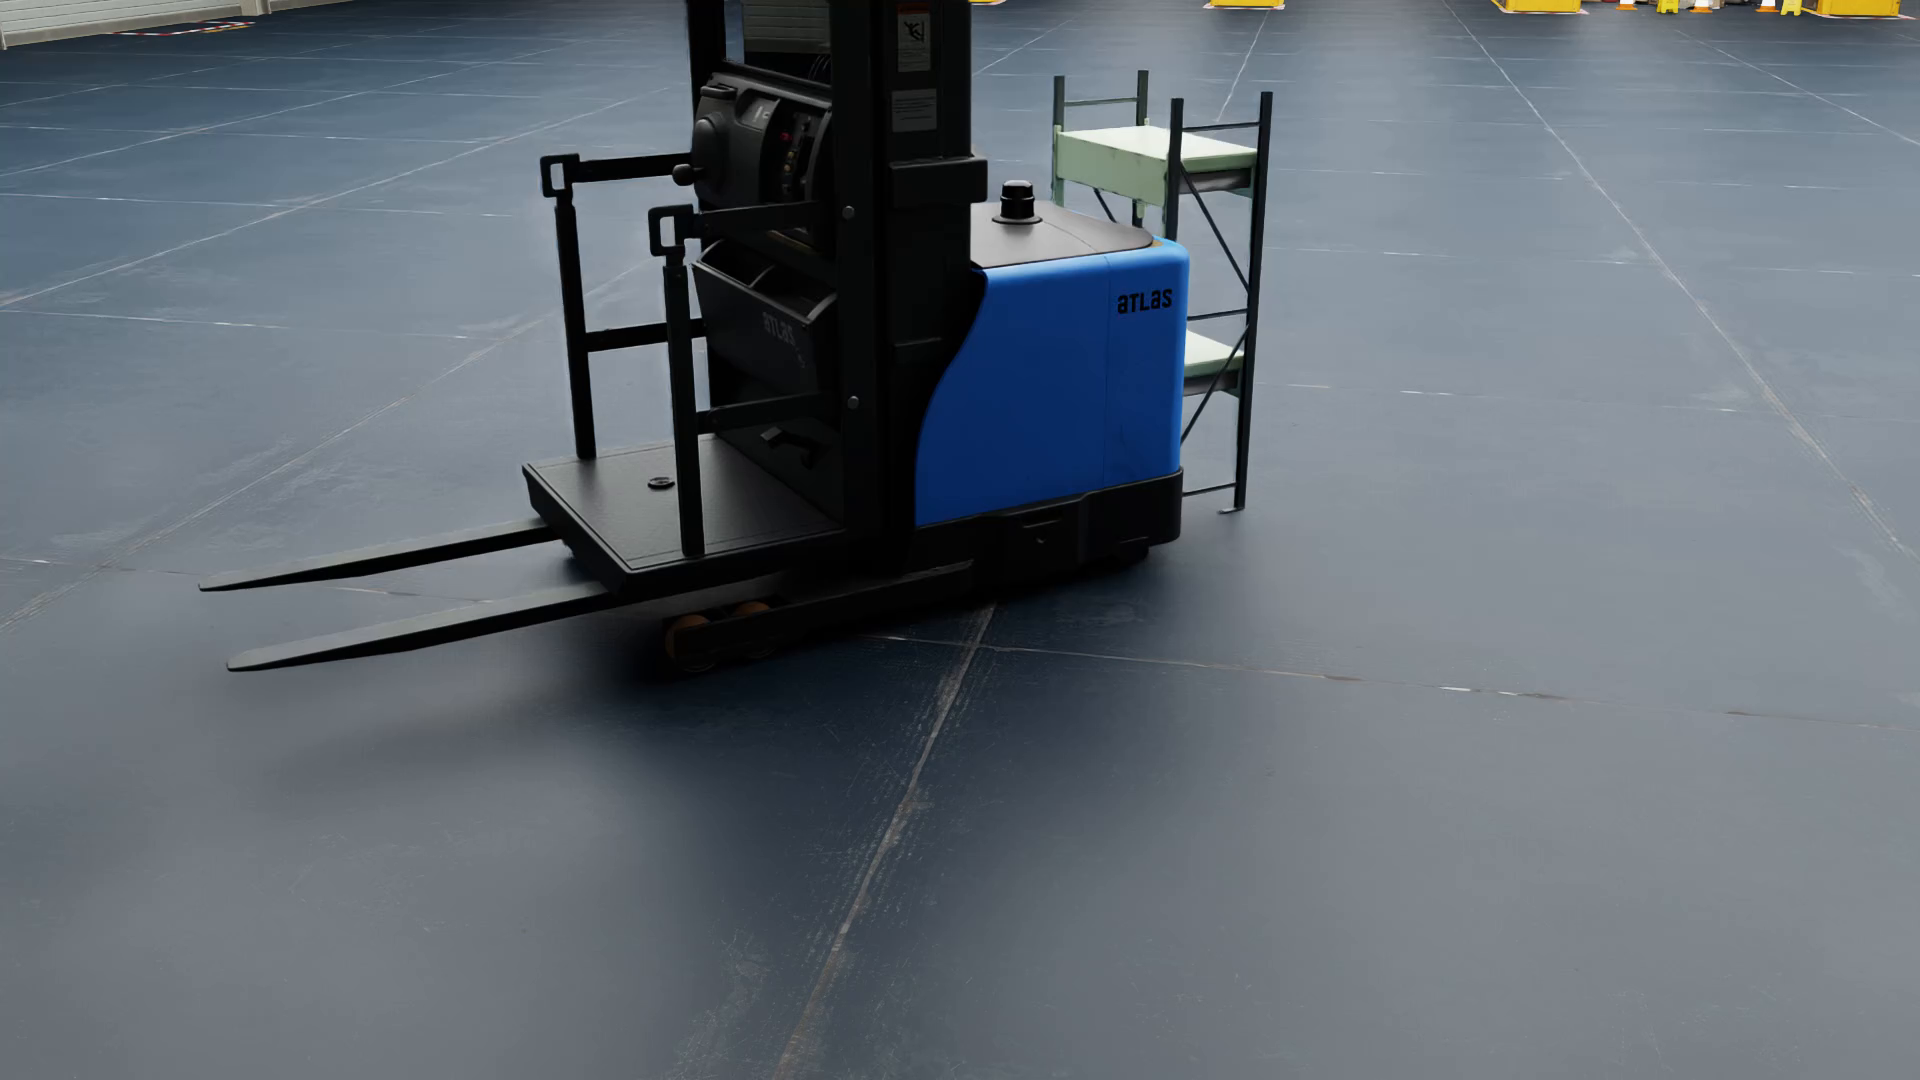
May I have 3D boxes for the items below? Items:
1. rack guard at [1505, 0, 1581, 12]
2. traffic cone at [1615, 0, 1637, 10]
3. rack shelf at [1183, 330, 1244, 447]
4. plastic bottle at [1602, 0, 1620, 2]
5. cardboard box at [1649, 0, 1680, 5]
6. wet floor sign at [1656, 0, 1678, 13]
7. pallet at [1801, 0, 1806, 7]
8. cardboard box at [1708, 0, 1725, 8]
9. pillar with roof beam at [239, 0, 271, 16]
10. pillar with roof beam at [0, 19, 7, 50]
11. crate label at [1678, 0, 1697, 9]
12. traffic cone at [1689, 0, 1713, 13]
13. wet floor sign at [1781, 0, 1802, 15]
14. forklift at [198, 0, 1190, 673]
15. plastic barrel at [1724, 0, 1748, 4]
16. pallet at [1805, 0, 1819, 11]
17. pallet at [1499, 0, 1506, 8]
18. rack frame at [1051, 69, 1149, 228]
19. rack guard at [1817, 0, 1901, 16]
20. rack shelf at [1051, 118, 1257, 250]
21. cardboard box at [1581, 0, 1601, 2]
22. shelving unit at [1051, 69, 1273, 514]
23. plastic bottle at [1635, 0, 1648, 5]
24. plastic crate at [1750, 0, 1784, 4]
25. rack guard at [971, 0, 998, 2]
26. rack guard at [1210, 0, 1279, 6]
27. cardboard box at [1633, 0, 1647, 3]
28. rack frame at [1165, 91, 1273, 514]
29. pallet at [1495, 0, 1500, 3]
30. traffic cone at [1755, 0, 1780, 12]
[{"bbox_3d":[9.794,-9.141,27.882,1.175,0.500,0.348,4,22,11],"label":"rack guard"},{"bbox_3d":[11.298,-9.219,28.124,0.336,0.463,0.334,4,22,11],"label":"traffic cone"},{"bbox_3d":[0.694,-0.593,6.192,0.431,0.370,0.720,-11,25,-26],"label":"rack shelf"},{"bbox_3d":[11.641,-9.642,29.713,0.283,0.061,0.133,-3,22,-8],"label":"plastic bottle"},{"bbox_3d":[12.546,-9.646,29.132,0.797,0.503,0.637,-11,25,-26],"label":"cardboard box"},{"bbox_3d":[11.732,-9.056,27.475,0.267,0.644,0.232,1,22,2],"label":"wet floor sign"},{"bbox_3d":[15.133,-9.443,29.017,1.003,0.211,1.213,4,22,11],"label":"pallet"},{"bbox_3d":[12.956,-9.280,28.696,0.380,0.149,0.250,18,28,38],"label":"cardboard box"},{"bbox_3d":[-7.297,-12.439,24.695,9.100,9.000,0.400,4,22,11],"label":"pillar with roof beam"},{"bbox_3d":[-8.521,-10.245,19.247,9.100,9.000,0.400,4,22,11],"label":"pillar with roof beam"},{"bbox_3d":[12.434,-9.149,28.388,0.250,0.136,0.298,-7,23,-17],"label":"crate label"},{"bbox_3d":[12.335,-9.008,27.601,0.336,0.463,0.334,4,22,11],"label":"traffic cone"},{"bbox_3d":[13.580,-8.889,27.061,0.267,0.644,0.232,13,25,29],"label":"wet floor sign"},{"bbox_3d":[-0.781,-1.195,4.897,3.031,2.935,1.130,-12,25,-27],"label":"forklift"},{"bbox_3d":[13.605,-9.645,29.235,0.421,0.421,0.512,-16,27,-35],"label":"plastic barrel"},{"bbox_3d":[14.882,-8.998,27.912,1.003,0.211,1.213,4,22,11],"label":"pallet"},{"bbox_3d":[9.886,-9.314,28.698,1.003,0.211,1.213,4,22,11],"label":"pallet"},{"bbox_3d":[0.519,-1.016,6.368,0.400,1.500,0.023,-11,25,-26],"label":"rack frame"},{"bbox_3d":[14.681,-8.837,27.127,1.175,0.500,0.348,4,22,11],"label":"rack guard"},{"bbox_3d":[0.694,-1.258,5.924,0.431,0.370,0.720,-11,25,-26],"label":"rack shelf"},{"bbox_3d":[11.303,-9.968,29.931,0.500,0.500,0.500,8,23,20],"label":"cardboard box"},{"bbox_3d":[0.694,-0.896,6.070,0.431,1.500,0.755,-11,25,-26],"label":"shelving unit"},{"bbox_3d":[11.996,-9.475,29.299,0.133,0.061,0.283,-3,22,-8],"label":"plastic bottle"},{"bbox_3d":[14.359,-9.566,29.499,0.402,0.080,0.583,-3,22,-8],"label":"plastic crate"},{"bbox_3d":[0.085,-9.974,29.949,1.175,0.500,0.348,4,22,11],"label":"rack guard"},{"bbox_3d":[4.980,-9.593,29.003,1.175,0.500,0.348,4,22,11],"label":"rack guard"},{"bbox_3d":[12.068,-9.735,29.670,0.396,0.266,0.258,8,23,20],"label":"cardboard box"},{"bbox_3d":[0.868,-0.775,5.771,0.400,1.500,0.023,-11,25,-26],"label":"rack frame"},{"bbox_3d":[10.137,-9.759,29.803,1.003,0.211,1.213,4,22,11],"label":"pallet"},{"bbox_3d":[13.491,-9.048,27.700,0.336,0.463,0.334,4,22,11],"label":"traffic cone"}]
